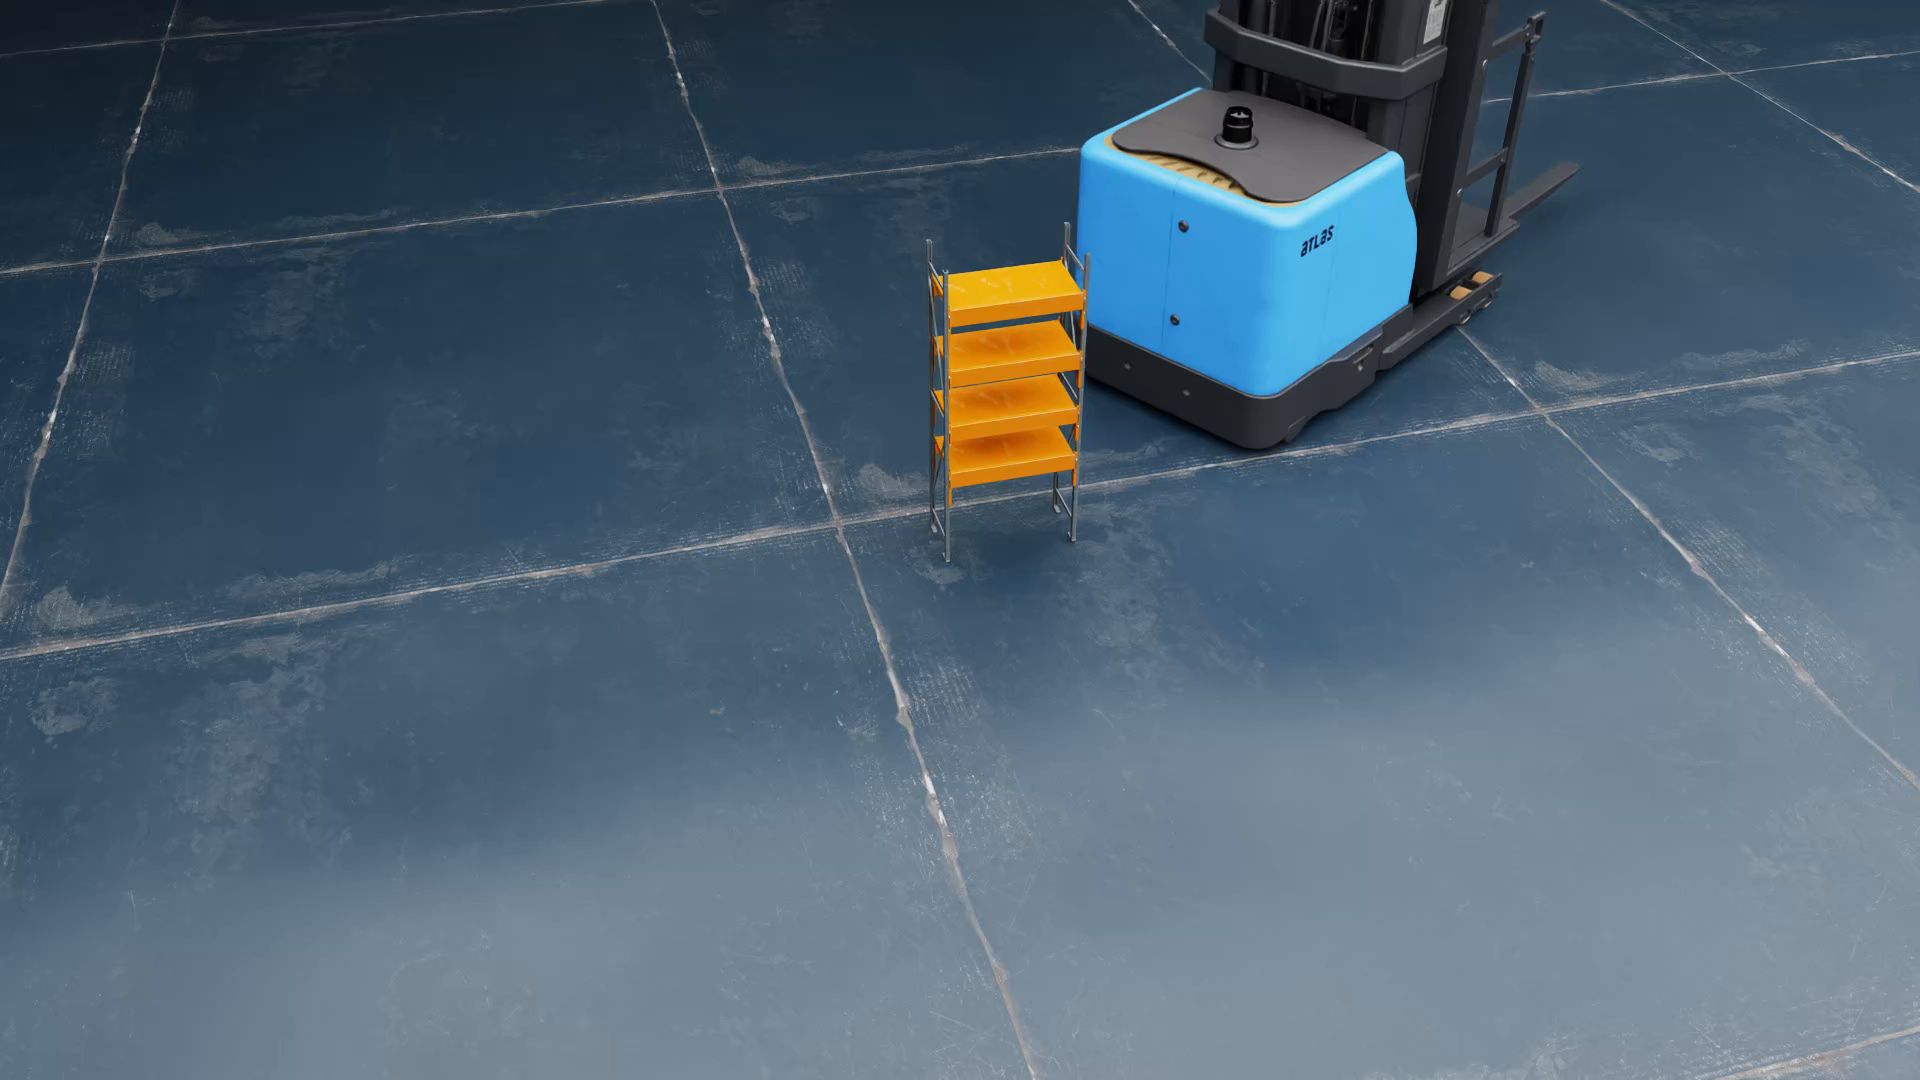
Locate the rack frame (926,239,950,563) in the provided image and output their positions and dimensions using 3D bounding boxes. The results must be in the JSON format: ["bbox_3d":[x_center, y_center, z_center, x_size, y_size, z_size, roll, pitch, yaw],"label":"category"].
[{"bbox_3d":[-0.076,-0.464,5.869,0.015,1.200,0.240,-9,38,-12],"label":"rack frame"}]

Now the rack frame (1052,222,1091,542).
[{"bbox_3d":[0.395,-0.541,5.970,0.015,1.200,0.240,-9,38,-12],"label":"rack frame"}]

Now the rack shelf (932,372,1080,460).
[{"bbox_3d":[0.160,-0.449,5.961,0.480,0.148,0.258,-9,38,-12],"label":"rack shelf"}]

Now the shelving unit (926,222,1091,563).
[{"bbox_3d":[0.160,-0.503,5.920,0.503,1.200,0.258,-9,38,-12],"label":"shelving unit"}]

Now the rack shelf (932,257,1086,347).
[{"bbox_3d":[0.160,-0.815,5.681,0.480,0.148,0.258,-9,38,-12],"label":"rack shelf"}]

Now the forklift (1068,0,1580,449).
[{"bbox_3d":[1.833,-2.331,6.885,1.130,2.935,3.031,30,46,33],"label":"forklift"}]

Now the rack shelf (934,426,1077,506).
[{"bbox_3d":[0.160,-0.292,6.081,0.480,0.148,0.258,-9,38,-12],"label":"rack shelf"}]

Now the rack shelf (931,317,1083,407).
[{"bbox_3d":[0.160,-0.627,5.825,0.480,0.148,0.258,-9,38,-12],"label":"rack shelf"}]
